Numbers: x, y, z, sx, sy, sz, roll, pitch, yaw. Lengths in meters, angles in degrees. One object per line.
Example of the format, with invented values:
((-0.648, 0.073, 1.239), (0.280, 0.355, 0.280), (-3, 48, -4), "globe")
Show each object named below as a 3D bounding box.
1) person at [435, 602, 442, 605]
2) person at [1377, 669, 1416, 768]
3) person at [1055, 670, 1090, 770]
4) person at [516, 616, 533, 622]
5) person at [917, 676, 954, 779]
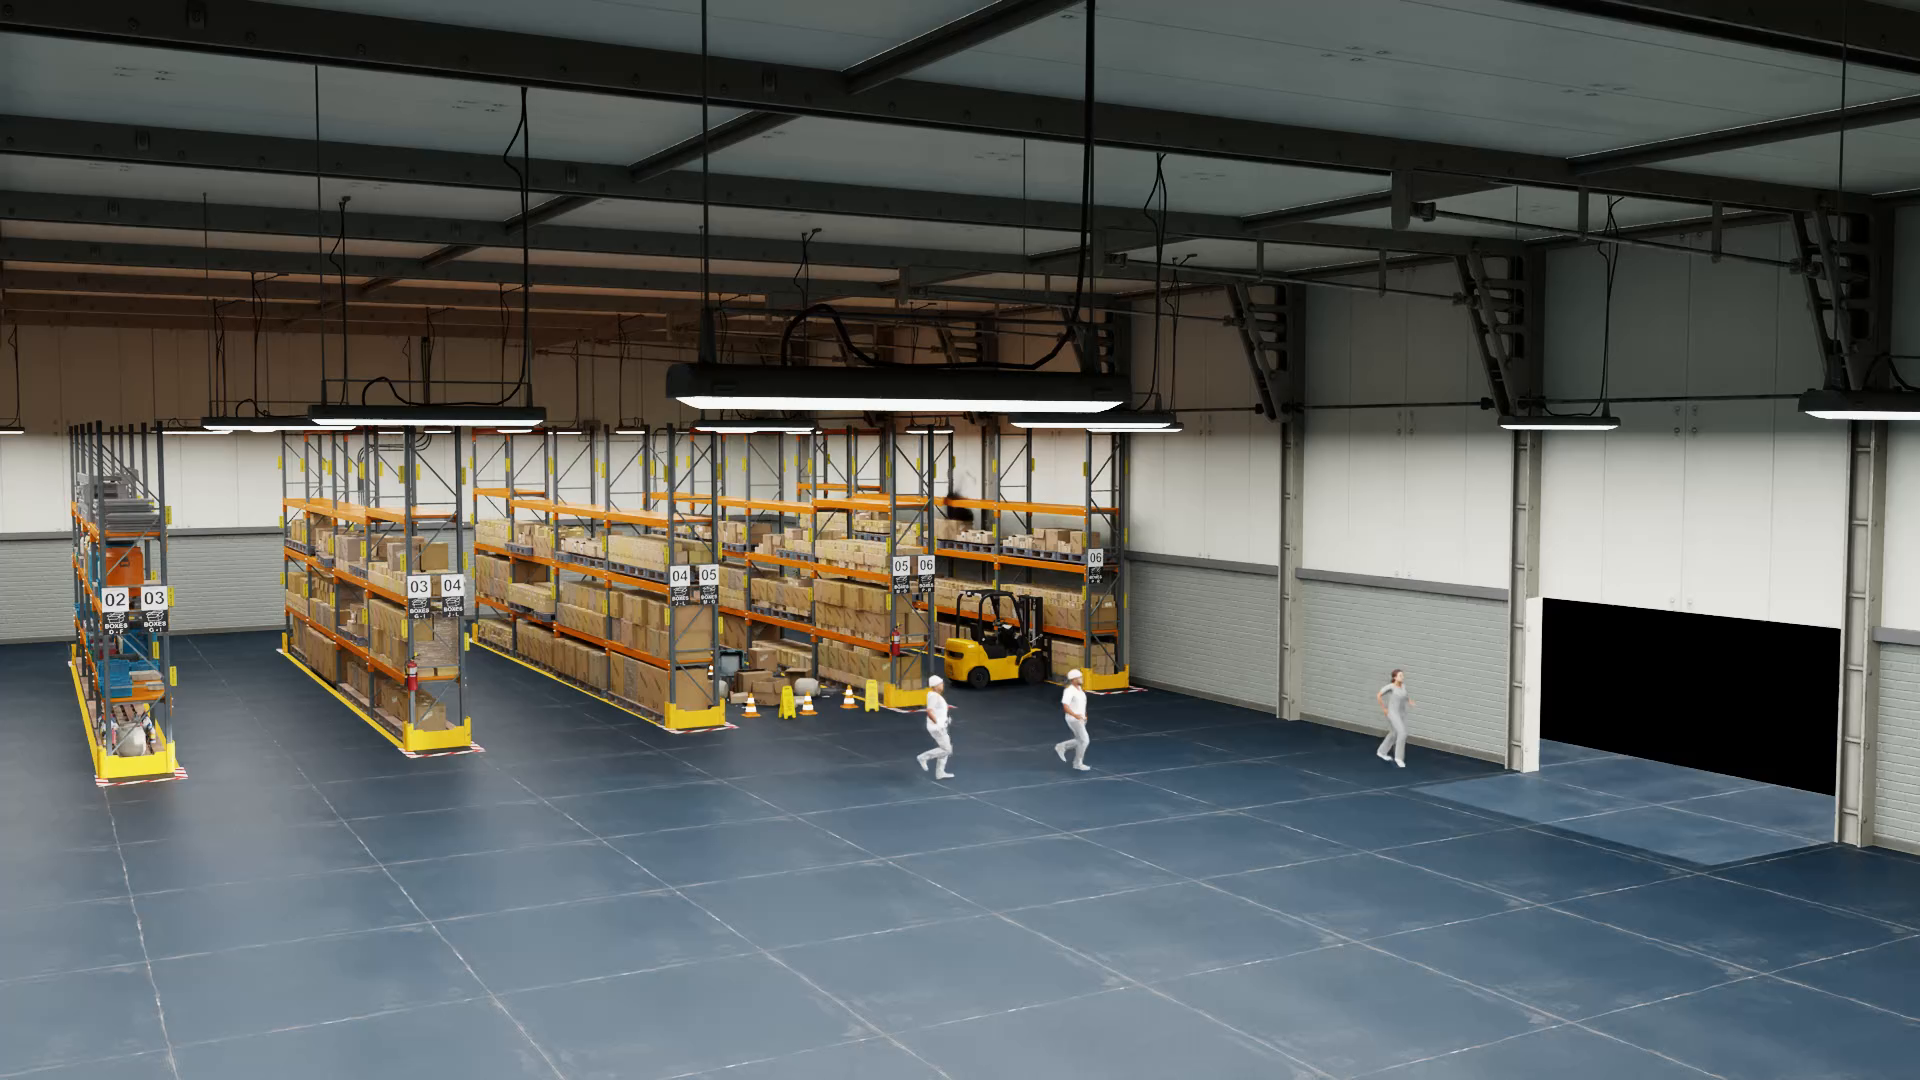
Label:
((-14.662, 2.029, 46.155), (0.696, 1.703, 0.510), (0, 4, -2), "person")
((7.610, 3.102, 29.070), (0.556, 1.720, 0.761), (-3, 5, -40), "person")
((1.931, 3.085, 28.630), (0.665, 1.722, 0.722), (1, 4, 18), "person")
((-12.690, 1.915, 48.385), (0.640, 1.703, 0.664), (3, 4, 37), "person")
((-0.416, 3.139, 27.832), (0.639, 1.743, 0.702), (0, 4, -6), "person")
